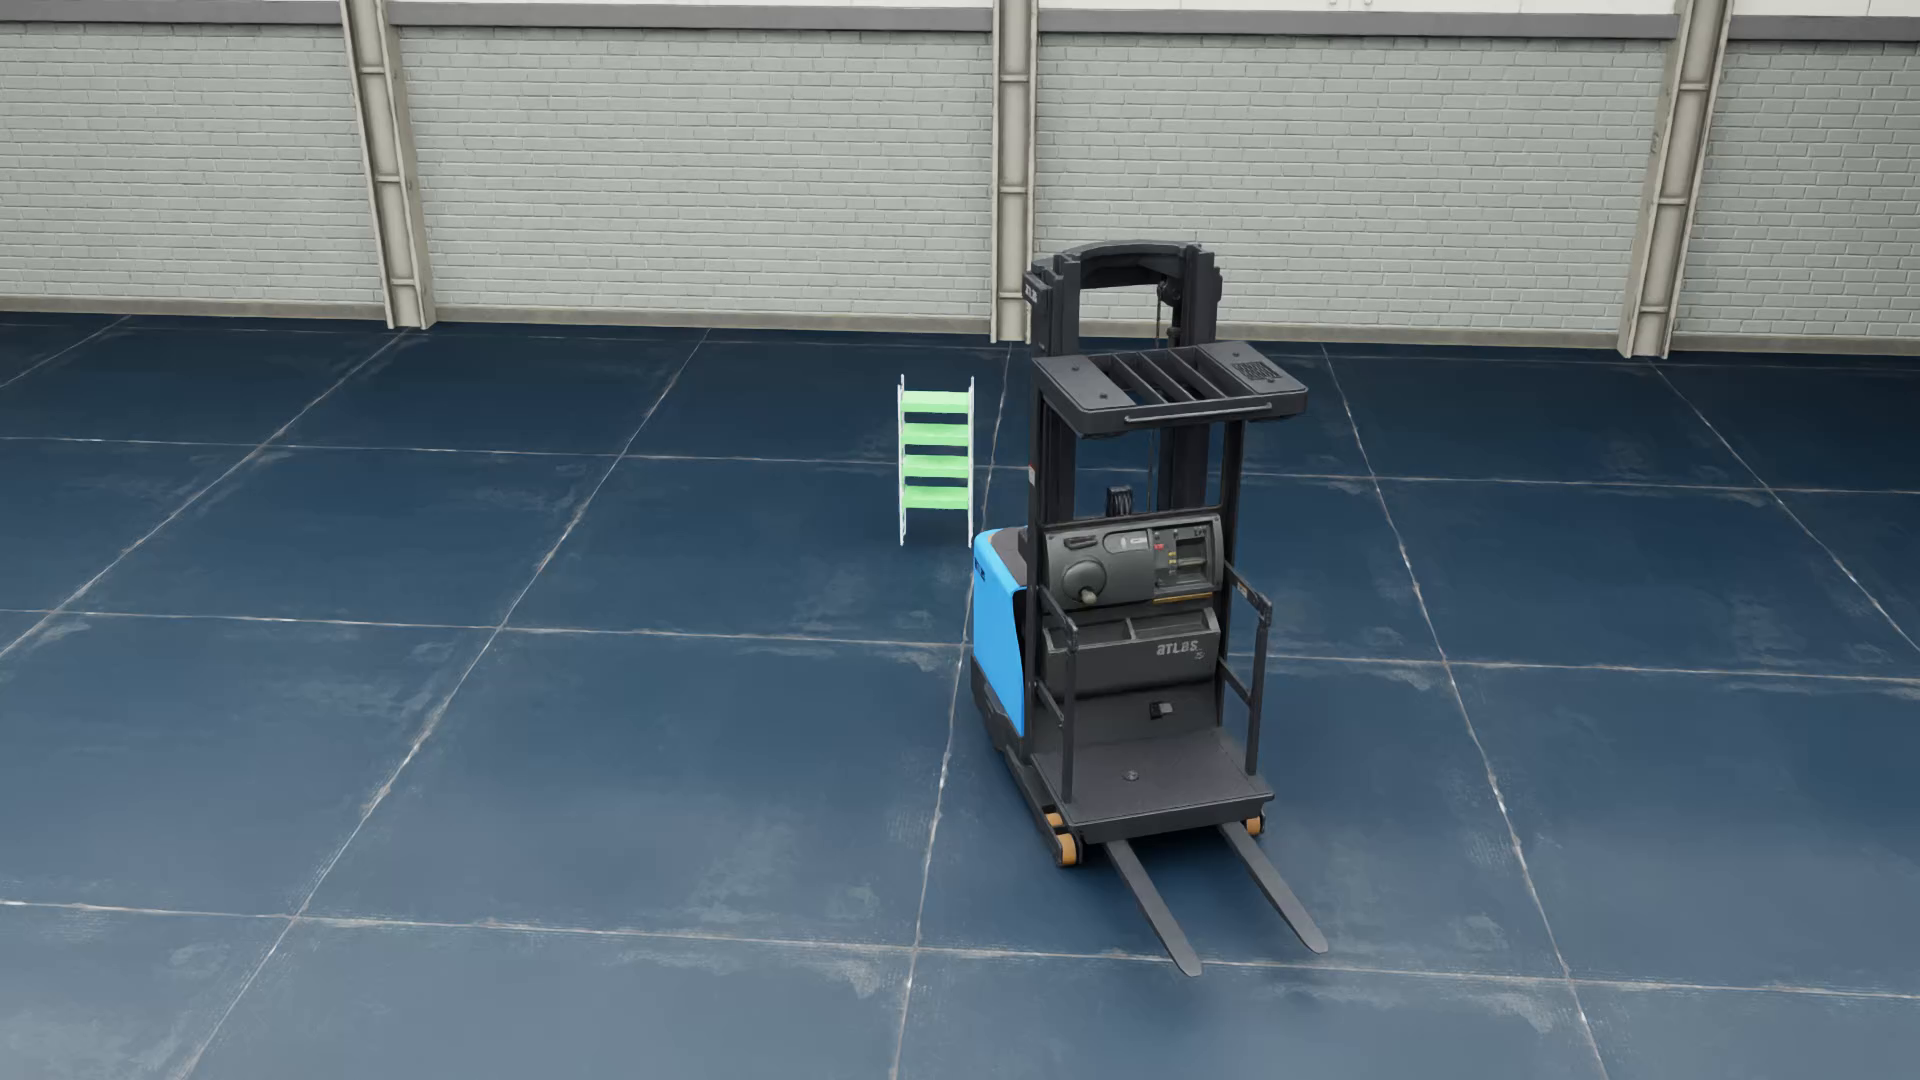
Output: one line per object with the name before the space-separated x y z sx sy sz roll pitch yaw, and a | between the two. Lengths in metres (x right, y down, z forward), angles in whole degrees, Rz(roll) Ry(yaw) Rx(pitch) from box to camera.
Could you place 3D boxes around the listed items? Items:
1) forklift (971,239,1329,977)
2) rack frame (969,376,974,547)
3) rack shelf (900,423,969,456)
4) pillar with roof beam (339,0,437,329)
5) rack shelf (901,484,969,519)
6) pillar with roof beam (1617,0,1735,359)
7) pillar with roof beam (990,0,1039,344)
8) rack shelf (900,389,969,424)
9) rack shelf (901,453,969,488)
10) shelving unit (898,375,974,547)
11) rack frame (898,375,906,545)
forklift | 0.938 0.135 8.163 1.130 2.935 3.031 -6 25 -14
rack frame | 0.078 -0.543 11.705 0.015 1.200 0.240 2 25 4
rack shelf | -0.165 -0.710 11.648 0.480 0.148 0.258 2 25 4
pillar with roof beam | -5.809 -4.454 10.876 0.400 9.000 9.100 2 25 4
rack shelf | -0.165 -0.274 11.849 0.480 0.148 0.258 2 25 4
pillar with roof beam | 6.156 -4.070 10.041 0.400 9.000 9.100 2 25 4
pillar with roof beam | 0.173 -4.262 10.459 0.400 9.000 9.100 2 25 4
rack shelf | -0.165 -0.928 11.548 0.480 0.148 0.258 2 25 4
rack shelf | -0.165 -0.492 11.749 0.480 0.148 0.258 2 25 4
shelving unit | -0.165 -0.550 11.722 0.503 1.200 0.258 2 25 4
rack frame | -0.408 -0.558 11.739 0.015 1.200 0.240 2 25 4
